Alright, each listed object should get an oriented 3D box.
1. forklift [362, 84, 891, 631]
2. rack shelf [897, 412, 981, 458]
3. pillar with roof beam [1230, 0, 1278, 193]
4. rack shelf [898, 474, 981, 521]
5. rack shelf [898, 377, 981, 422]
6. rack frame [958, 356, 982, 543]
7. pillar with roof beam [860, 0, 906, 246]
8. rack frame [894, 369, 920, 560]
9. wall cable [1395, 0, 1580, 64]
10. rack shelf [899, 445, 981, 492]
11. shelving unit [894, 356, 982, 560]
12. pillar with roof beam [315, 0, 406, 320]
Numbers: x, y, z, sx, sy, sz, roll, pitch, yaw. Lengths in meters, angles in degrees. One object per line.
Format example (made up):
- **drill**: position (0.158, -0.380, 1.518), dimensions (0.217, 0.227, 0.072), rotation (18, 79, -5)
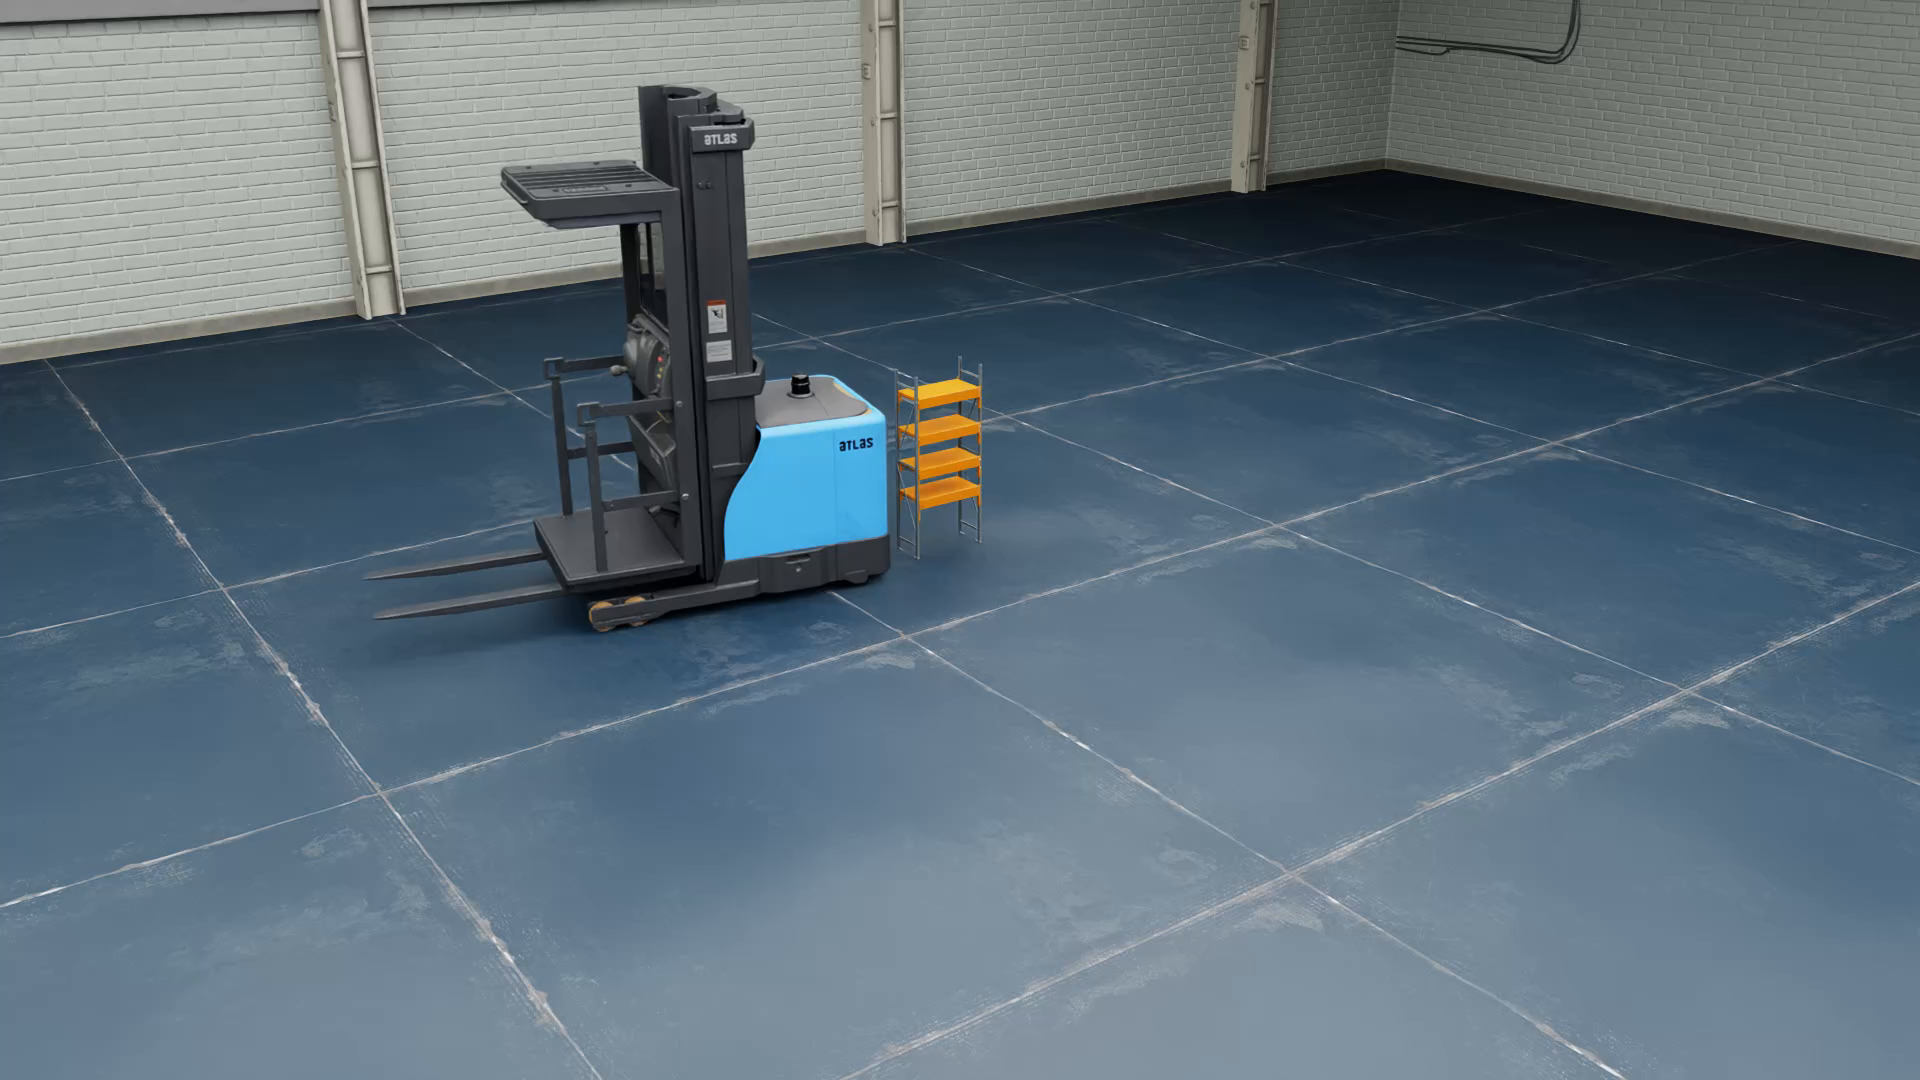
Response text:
- **forklift**: position (-1.994, -1.057, 9.592), dimensions (3.031, 2.935, 1.130), rotation (-9, 24, -22)
- **rack shelf**: position (-0.134, -0.667, 10.526), dimensions (0.480, 0.148, 0.258), rotation (-15, 26, -33)
- **pillar with roof beam**: position (6.501, -7.733, 18.133), dimensions (0.400, 9.000, 9.100), rotation (-15, 26, -33)
- **rack shelf**: position (-0.134, -0.275, 10.683), dimensions (0.480, 0.148, 0.258), rotation (-15, 26, -33)
- **rack shelf**: position (-0.134, -0.886, 10.439), dimensions (0.480, 0.148, 0.258), rotation (-15, 26, -33)
- **rack frame**: position (0.064, -0.574, 10.717), dimensions (0.015, 1.200, 0.240), rotation (-15, 26, -33)
- **pillar with roof beam**: position (1.630, -6.434, 14.878), dimensions (0.400, 9.000, 9.100), rotation (-15, 26, -33)
- **rack frame**: position (-0.332, -0.469, 10.452), dimensions (0.015, 1.200, 0.240), rotation (-15, 26, -33)
- **wall cable**: position (7.150, -7.826, 22.555), dimensions (0.112, 2.526, 3.097), rotation (-15, 26, -33)
- **rack shelf**: position (-0.134, -0.459, 10.609), dimensions (0.480, 0.148, 0.258), rotation (-15, 26, -33)
- **shelving unit**: position (-0.134, -0.521, 10.584), dimensions (0.503, 1.200, 0.258), rotation (-15, 26, -33)
- **pillar with roof beam**: position (-3.240, -5.135, 11.624), dimensions (0.400, 9.000, 9.100), rotation (-15, 26, -33)
